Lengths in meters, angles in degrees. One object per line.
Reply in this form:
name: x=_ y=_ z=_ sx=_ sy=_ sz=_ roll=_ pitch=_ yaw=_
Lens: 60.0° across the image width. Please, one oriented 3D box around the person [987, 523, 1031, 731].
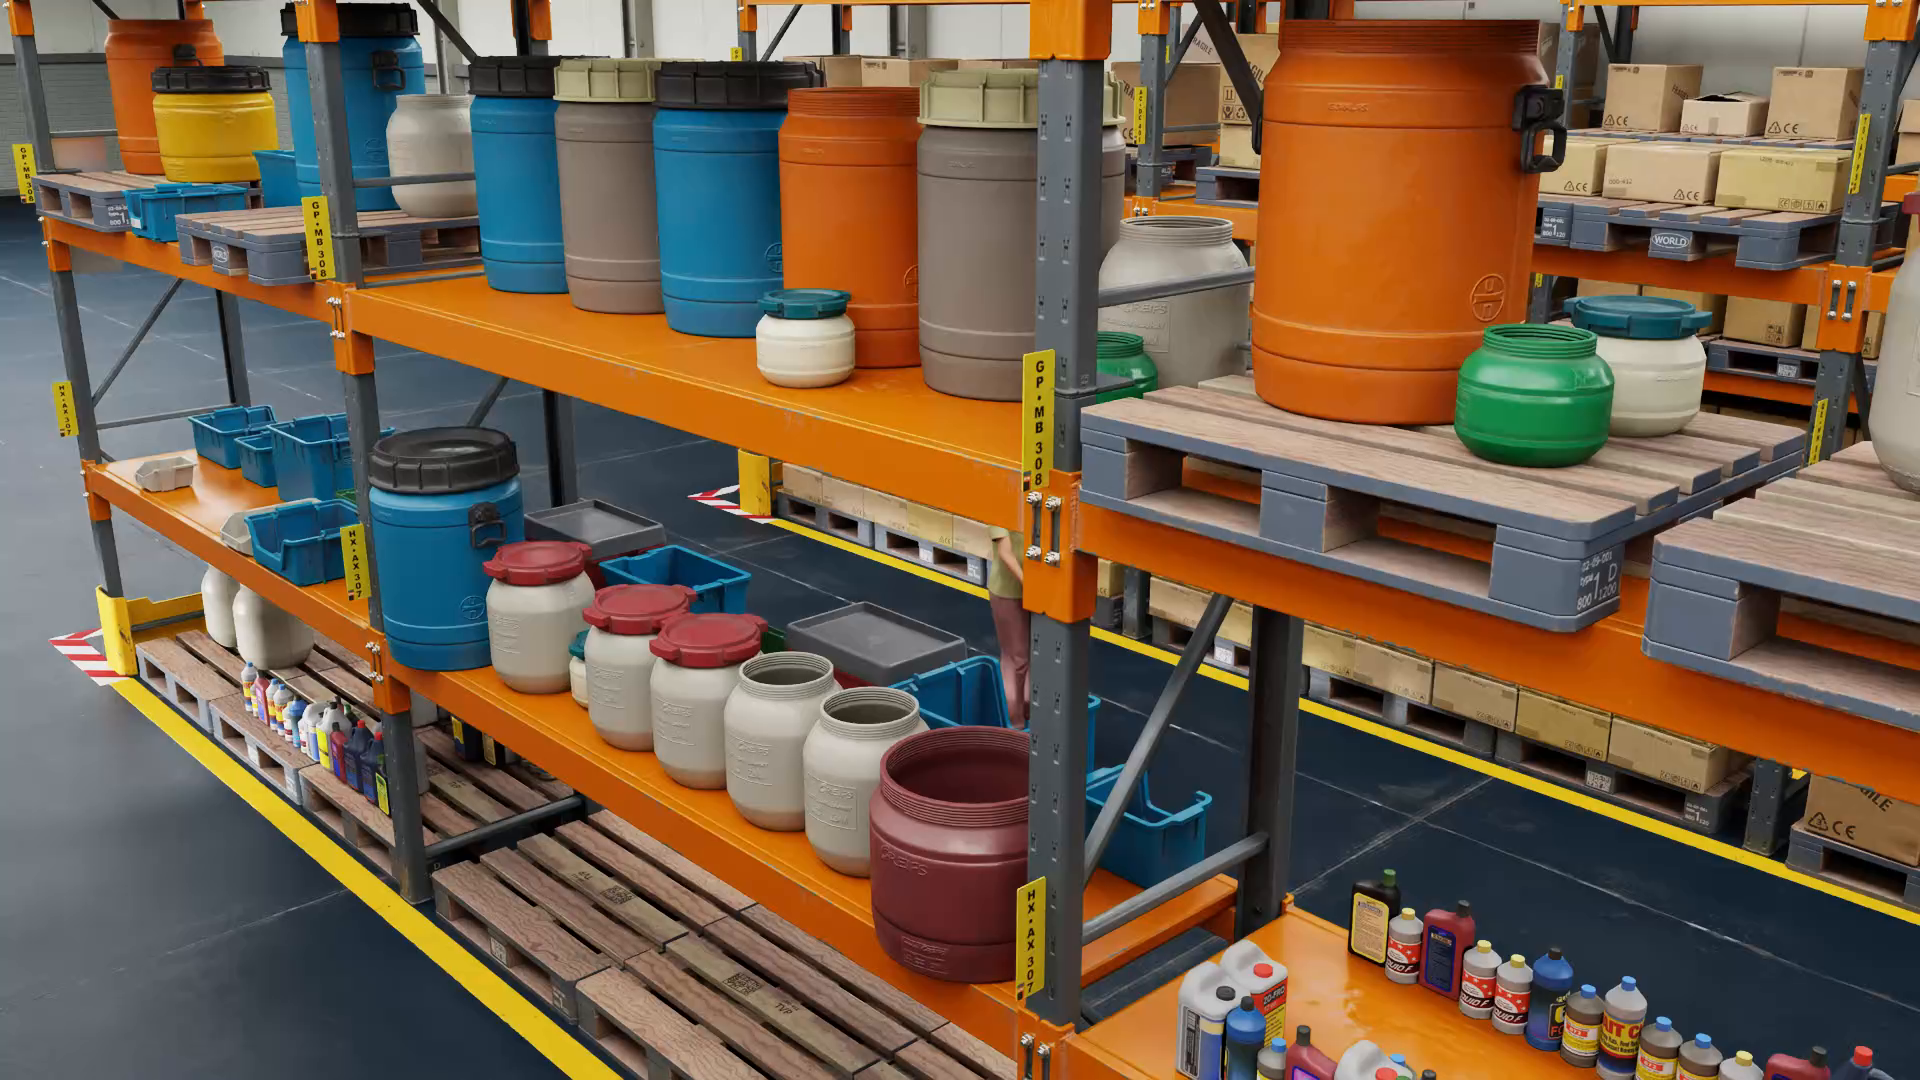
person: x=0.374 y=0.309 z=9.082 sx=0.427 sy=1.662 sz=0.553 roll=-16 pitch=23 yaw=-41
